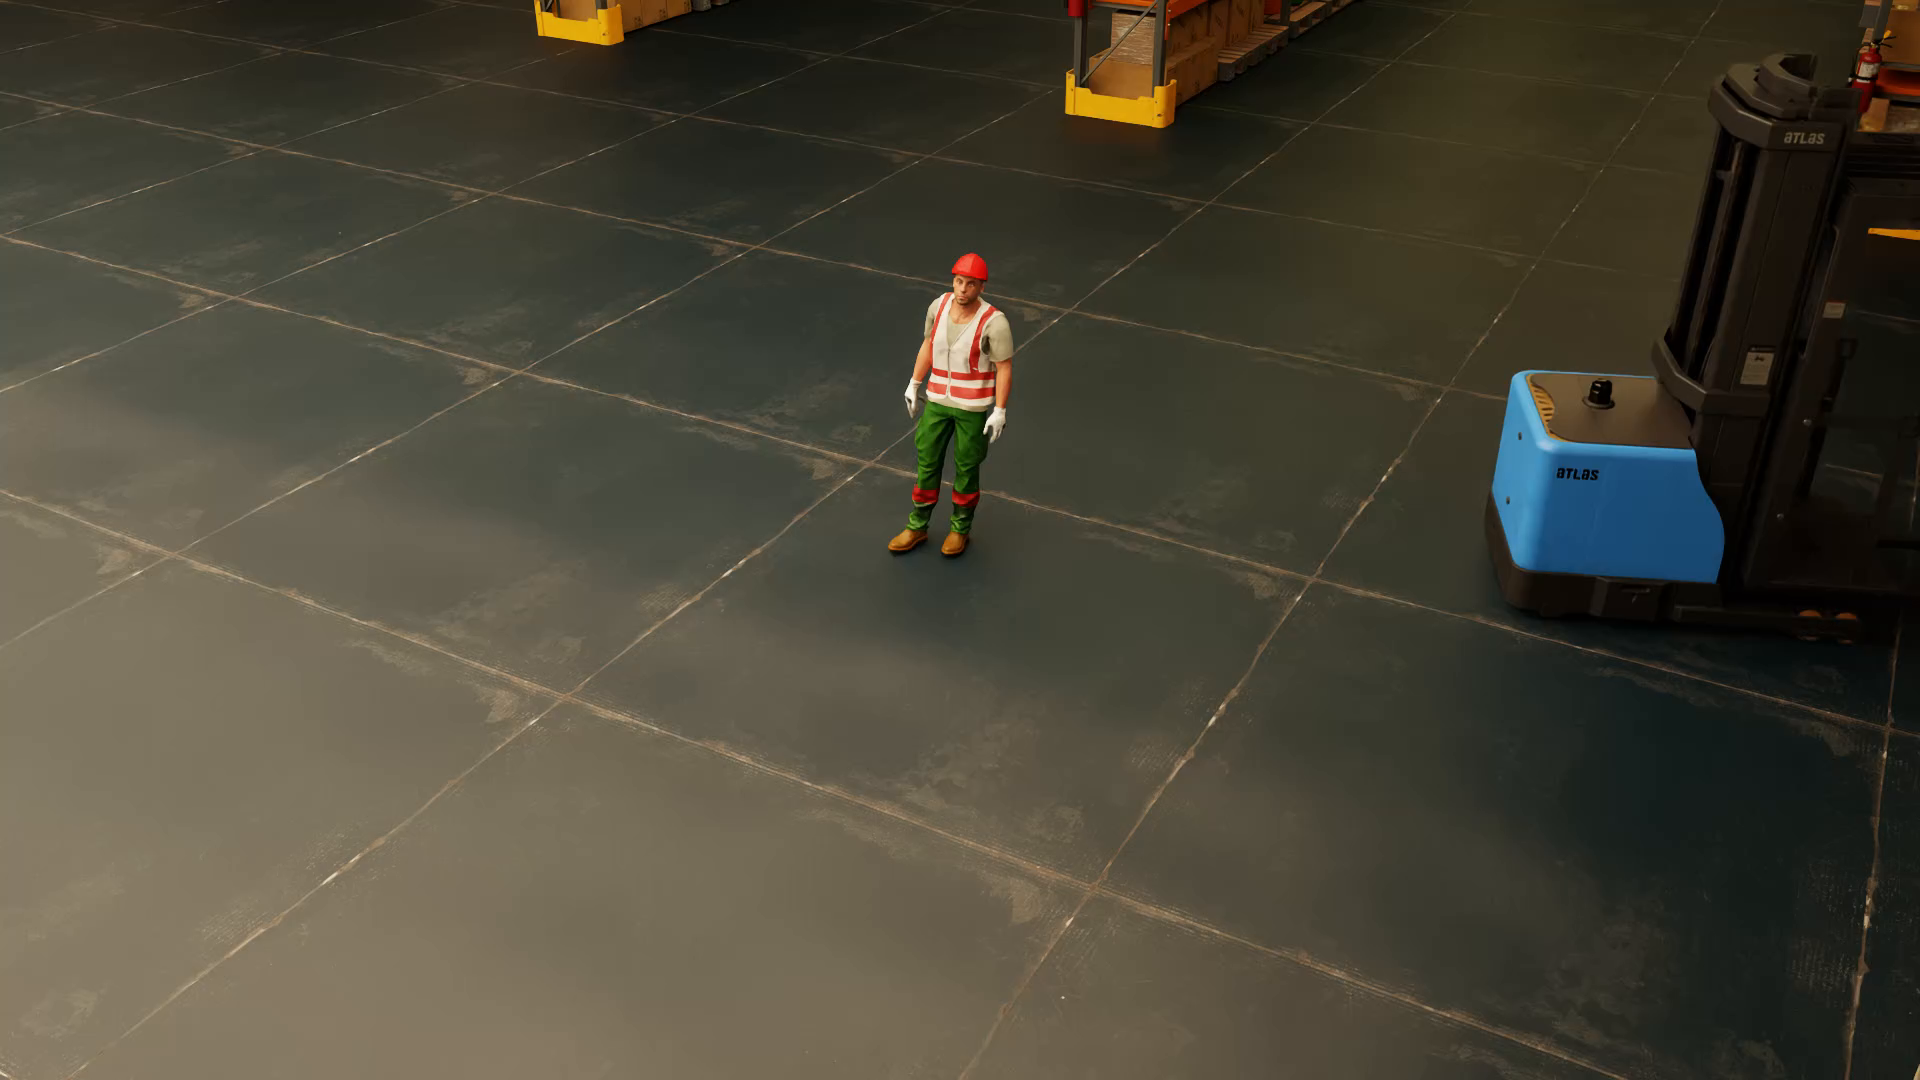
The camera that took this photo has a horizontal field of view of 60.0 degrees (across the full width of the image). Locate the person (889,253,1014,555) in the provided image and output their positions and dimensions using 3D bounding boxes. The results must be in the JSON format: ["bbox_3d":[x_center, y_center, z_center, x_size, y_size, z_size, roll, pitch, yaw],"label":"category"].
[{"bbox_3d":[-0.048,-0.748,9.495,0.638,1.789,0.562,15,33,25],"label":"person"}]

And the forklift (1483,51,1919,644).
[{"bbox_3d":[4.598,-0.990,8.786,3.031,2.935,1.130,4,30,7],"label":"forklift"}]
